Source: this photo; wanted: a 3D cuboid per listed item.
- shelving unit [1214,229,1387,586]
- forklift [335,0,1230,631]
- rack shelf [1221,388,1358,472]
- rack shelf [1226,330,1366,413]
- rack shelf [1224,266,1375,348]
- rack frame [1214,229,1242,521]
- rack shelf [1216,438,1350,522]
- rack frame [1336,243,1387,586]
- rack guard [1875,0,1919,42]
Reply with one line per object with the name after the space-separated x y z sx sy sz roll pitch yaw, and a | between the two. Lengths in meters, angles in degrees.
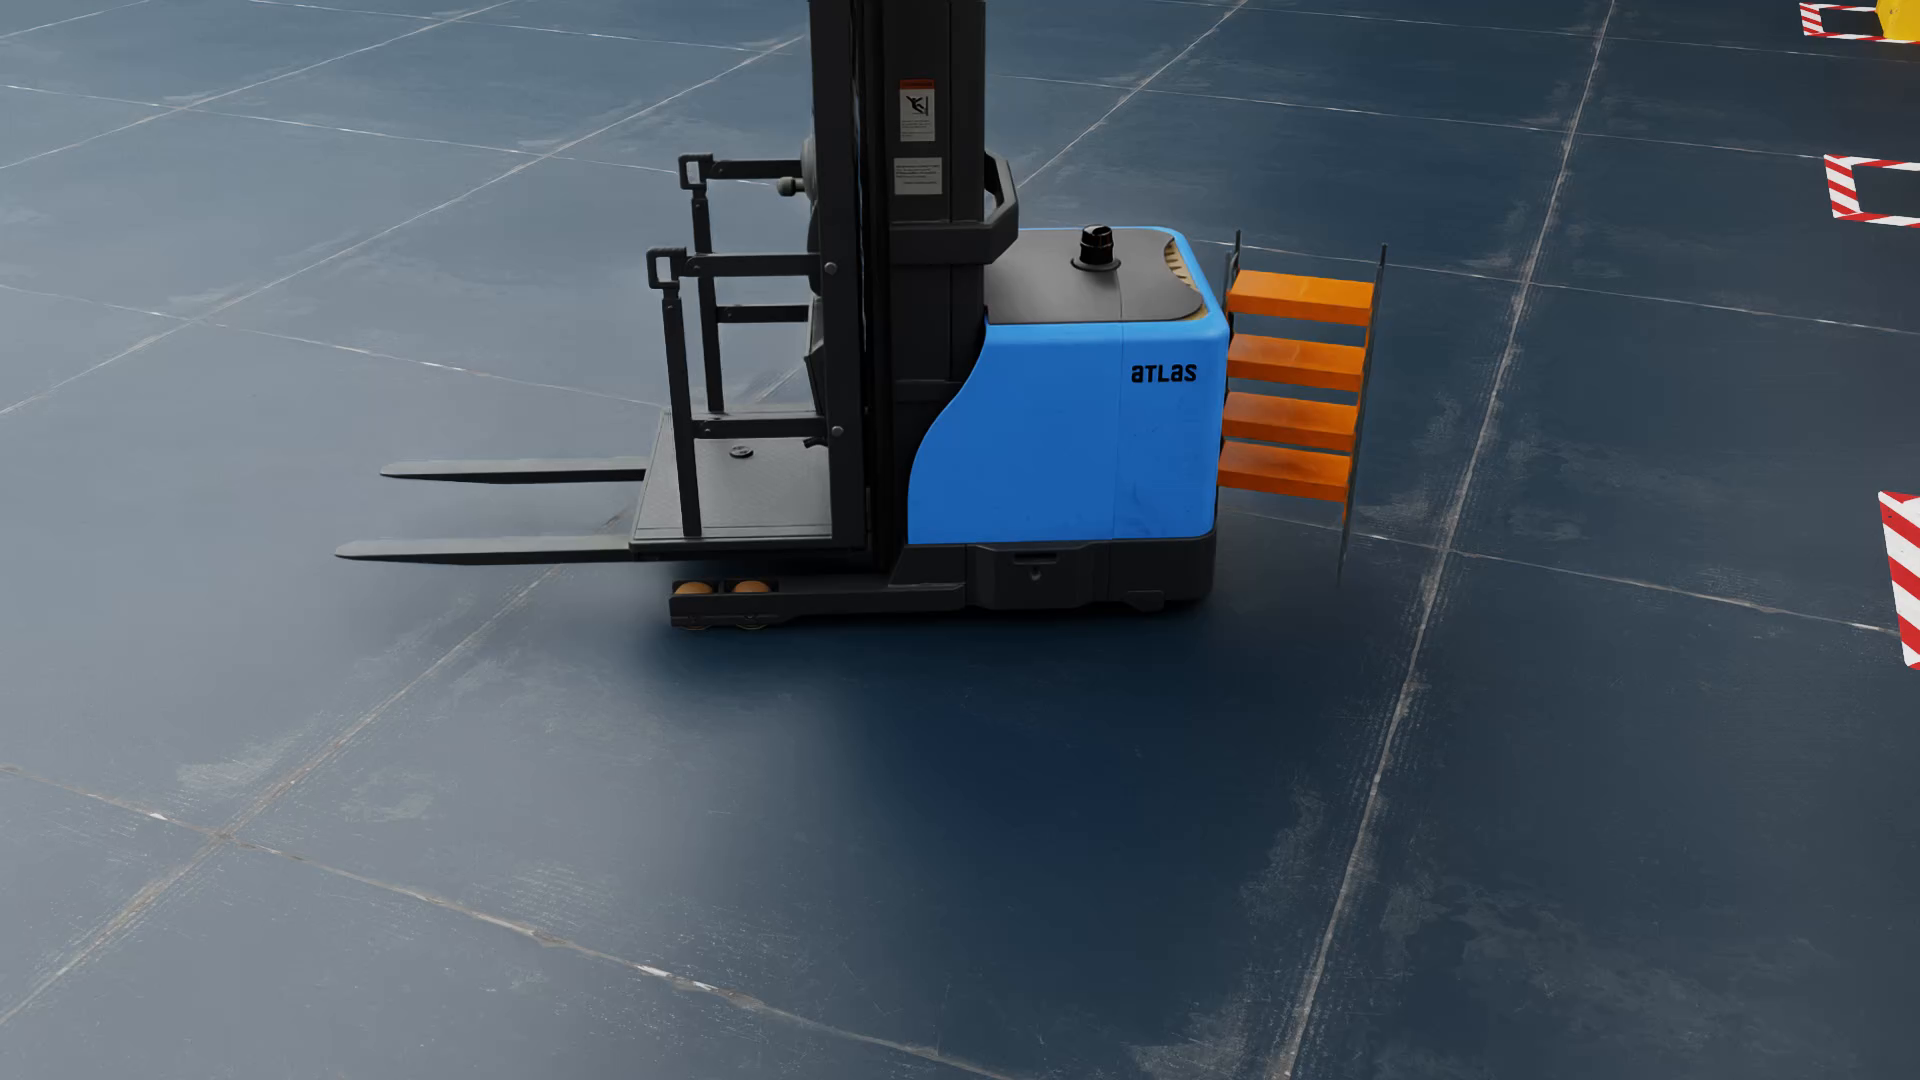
1.156 -0.450 5.827 0.503 1.200 0.258 9 31 15 | shelving unit
-0.652 -1.230 5.448 3.031 2.935 1.130 -1 30 -2 | forklift
1.156 -0.392 5.860 0.480 0.148 0.258 9 31 15 | rack shelf
1.156 -0.586 5.750 0.480 0.148 0.258 9 31 15 | rack shelf
1.156 -0.792 5.634 0.480 0.148 0.258 9 31 15 | rack shelf
0.922 -0.485 5.889 0.015 1.200 0.240 9 31 15 | rack frame
1.156 -0.219 5.958 0.480 0.148 0.258 9 31 15 | rack shelf
1.389 -0.415 5.765 0.015 1.200 0.240 9 31 15 | rack frame
7.821 -4.487 13.680 0.348 0.500 1.175 11 31 19 | rack guard
